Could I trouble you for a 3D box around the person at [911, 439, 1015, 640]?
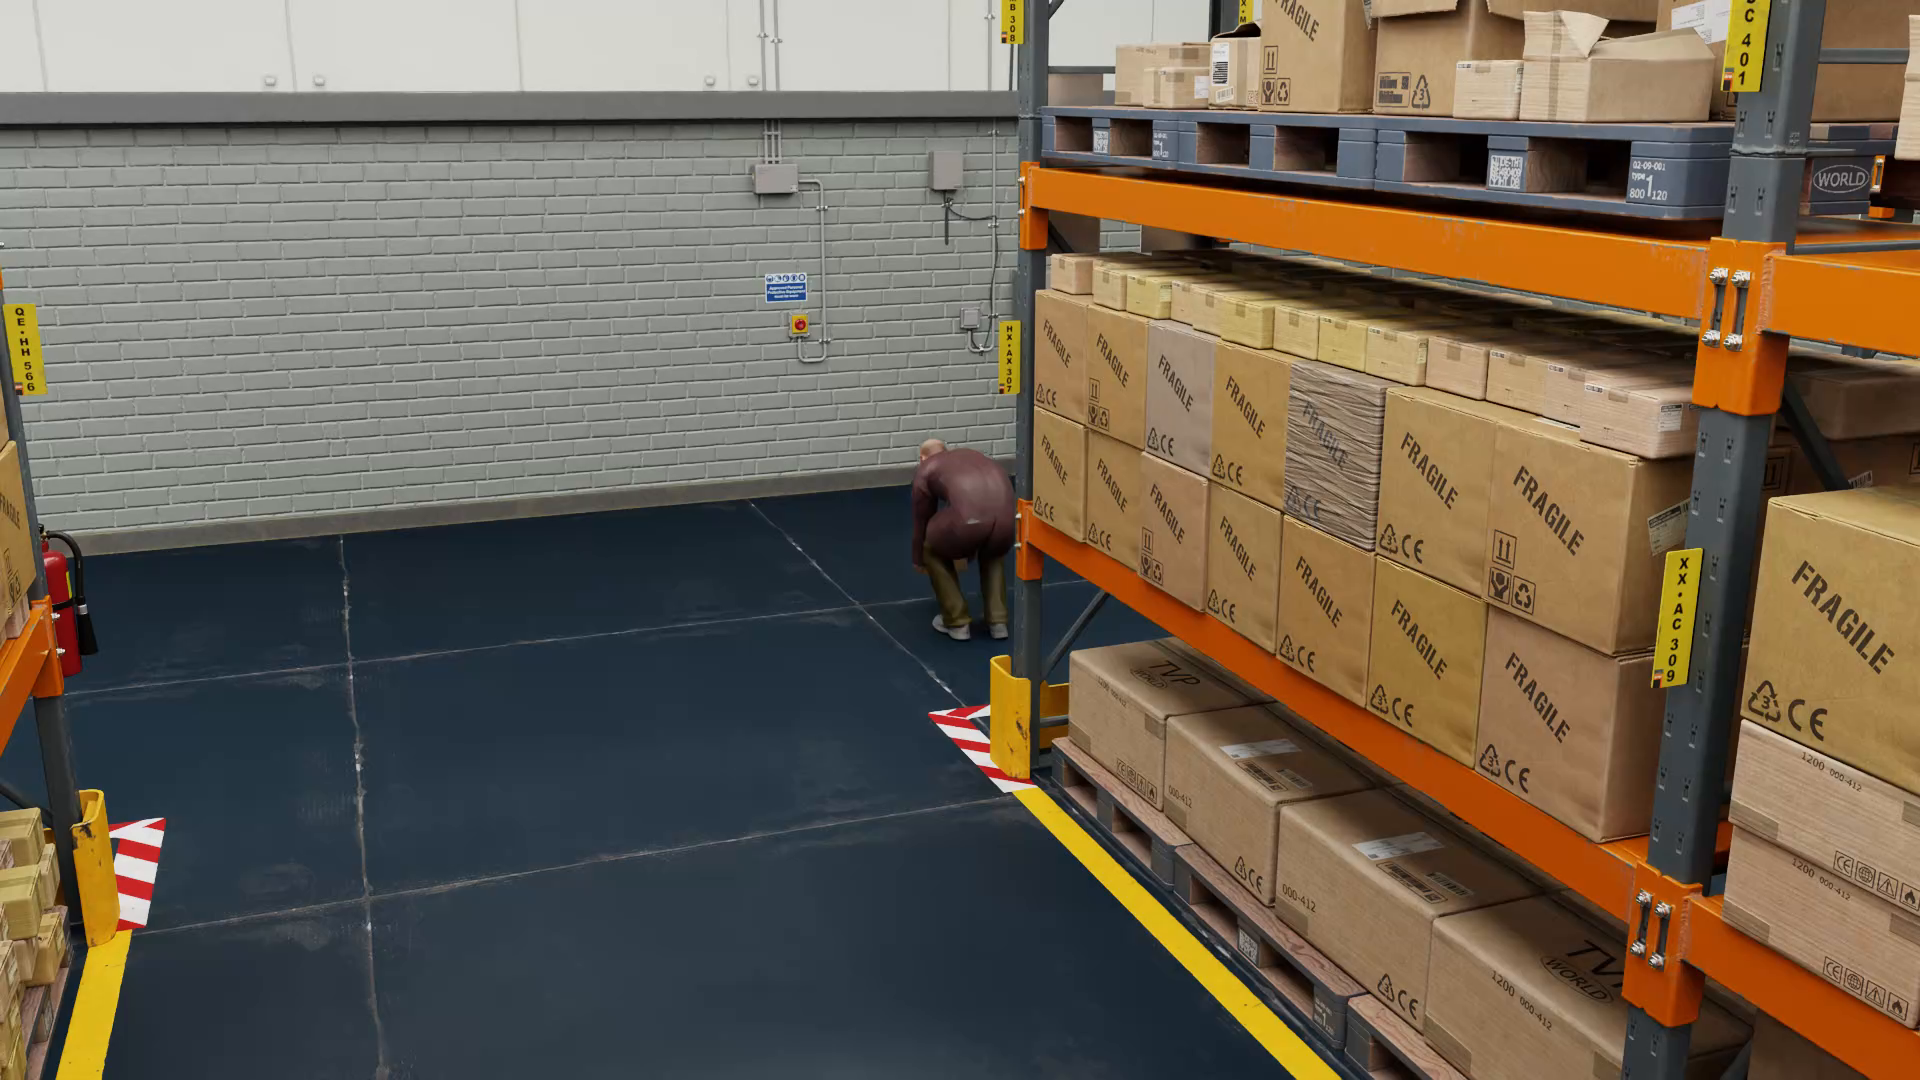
[{"bbox_3d":[0.011,0.000,9.887,0.582,1.069,0.941,-7,17,-23],"label":"person"}]
